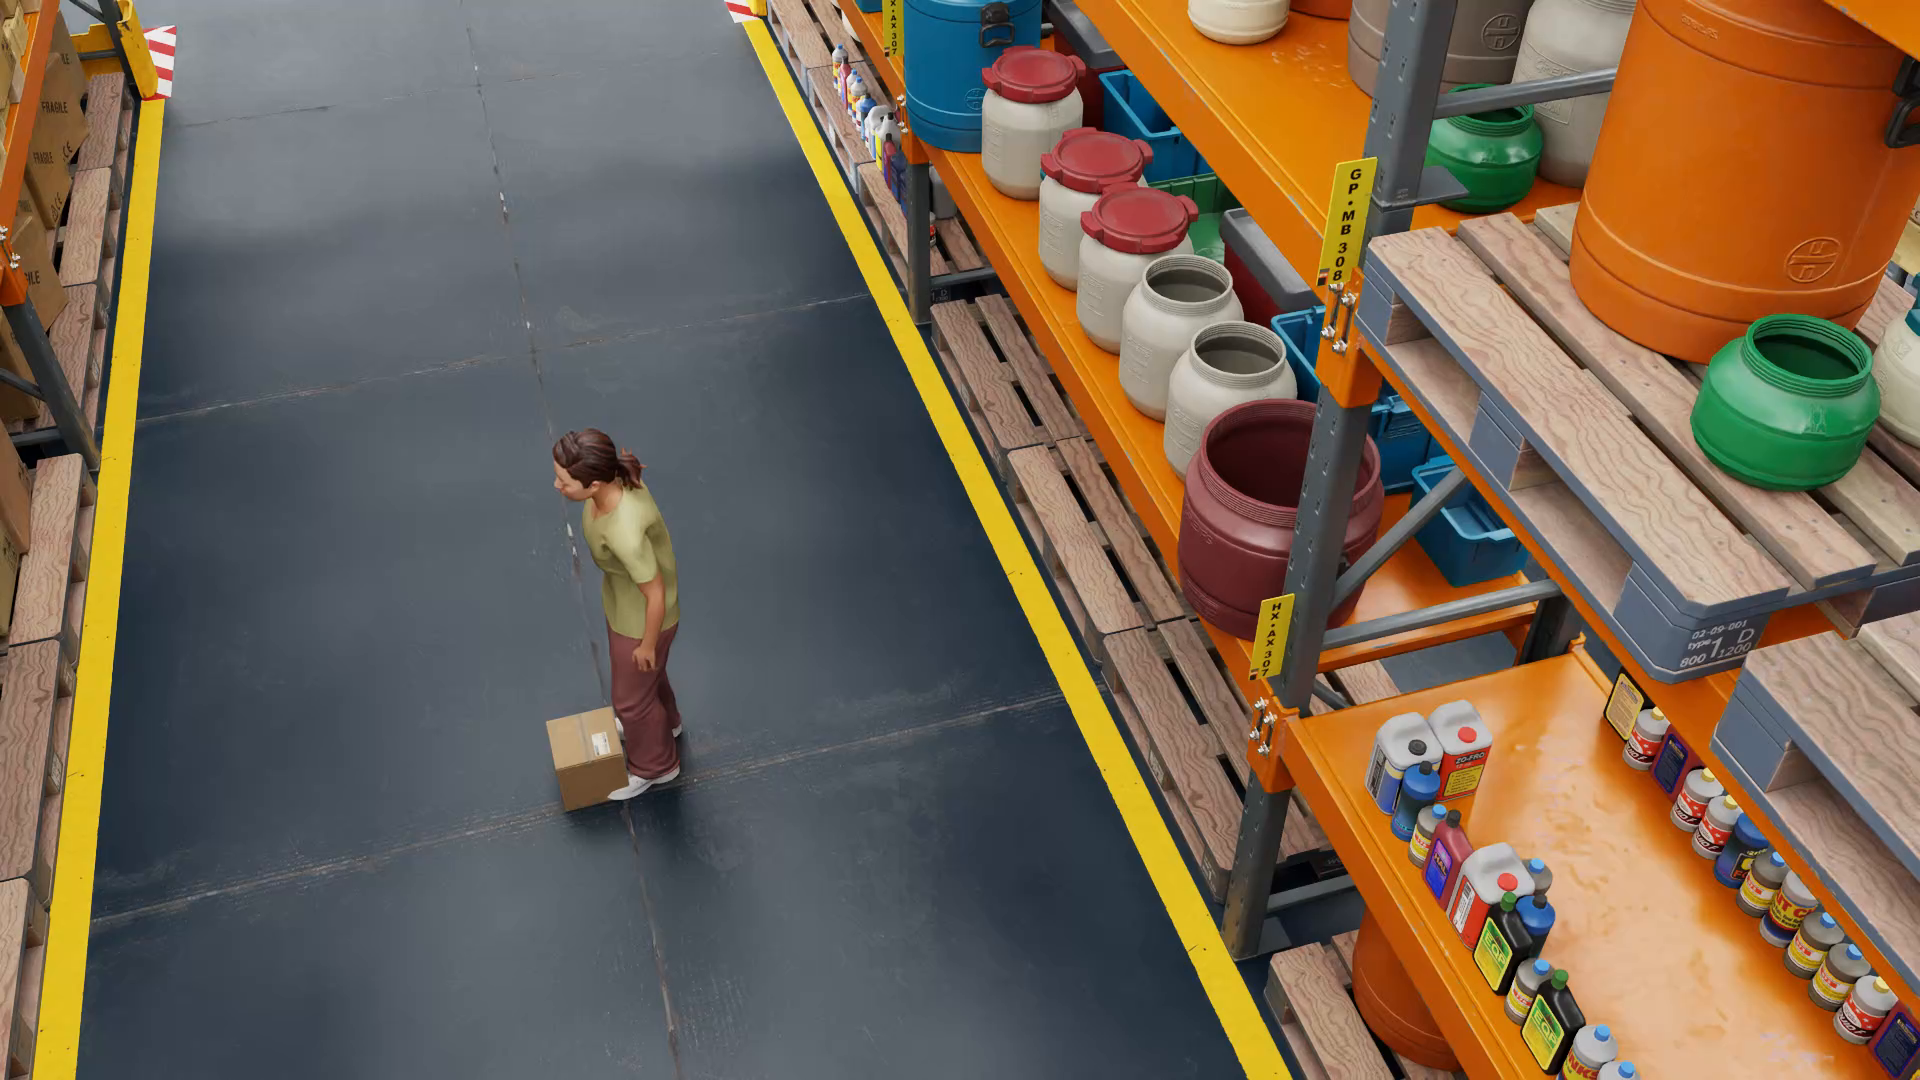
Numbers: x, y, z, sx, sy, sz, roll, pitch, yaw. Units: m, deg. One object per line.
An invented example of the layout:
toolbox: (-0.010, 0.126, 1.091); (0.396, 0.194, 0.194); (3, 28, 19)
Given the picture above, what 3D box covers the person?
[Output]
person: (-1.196, 0.257, 5.881); (0.416, 1.671, 0.514); (-14, 44, -15)
